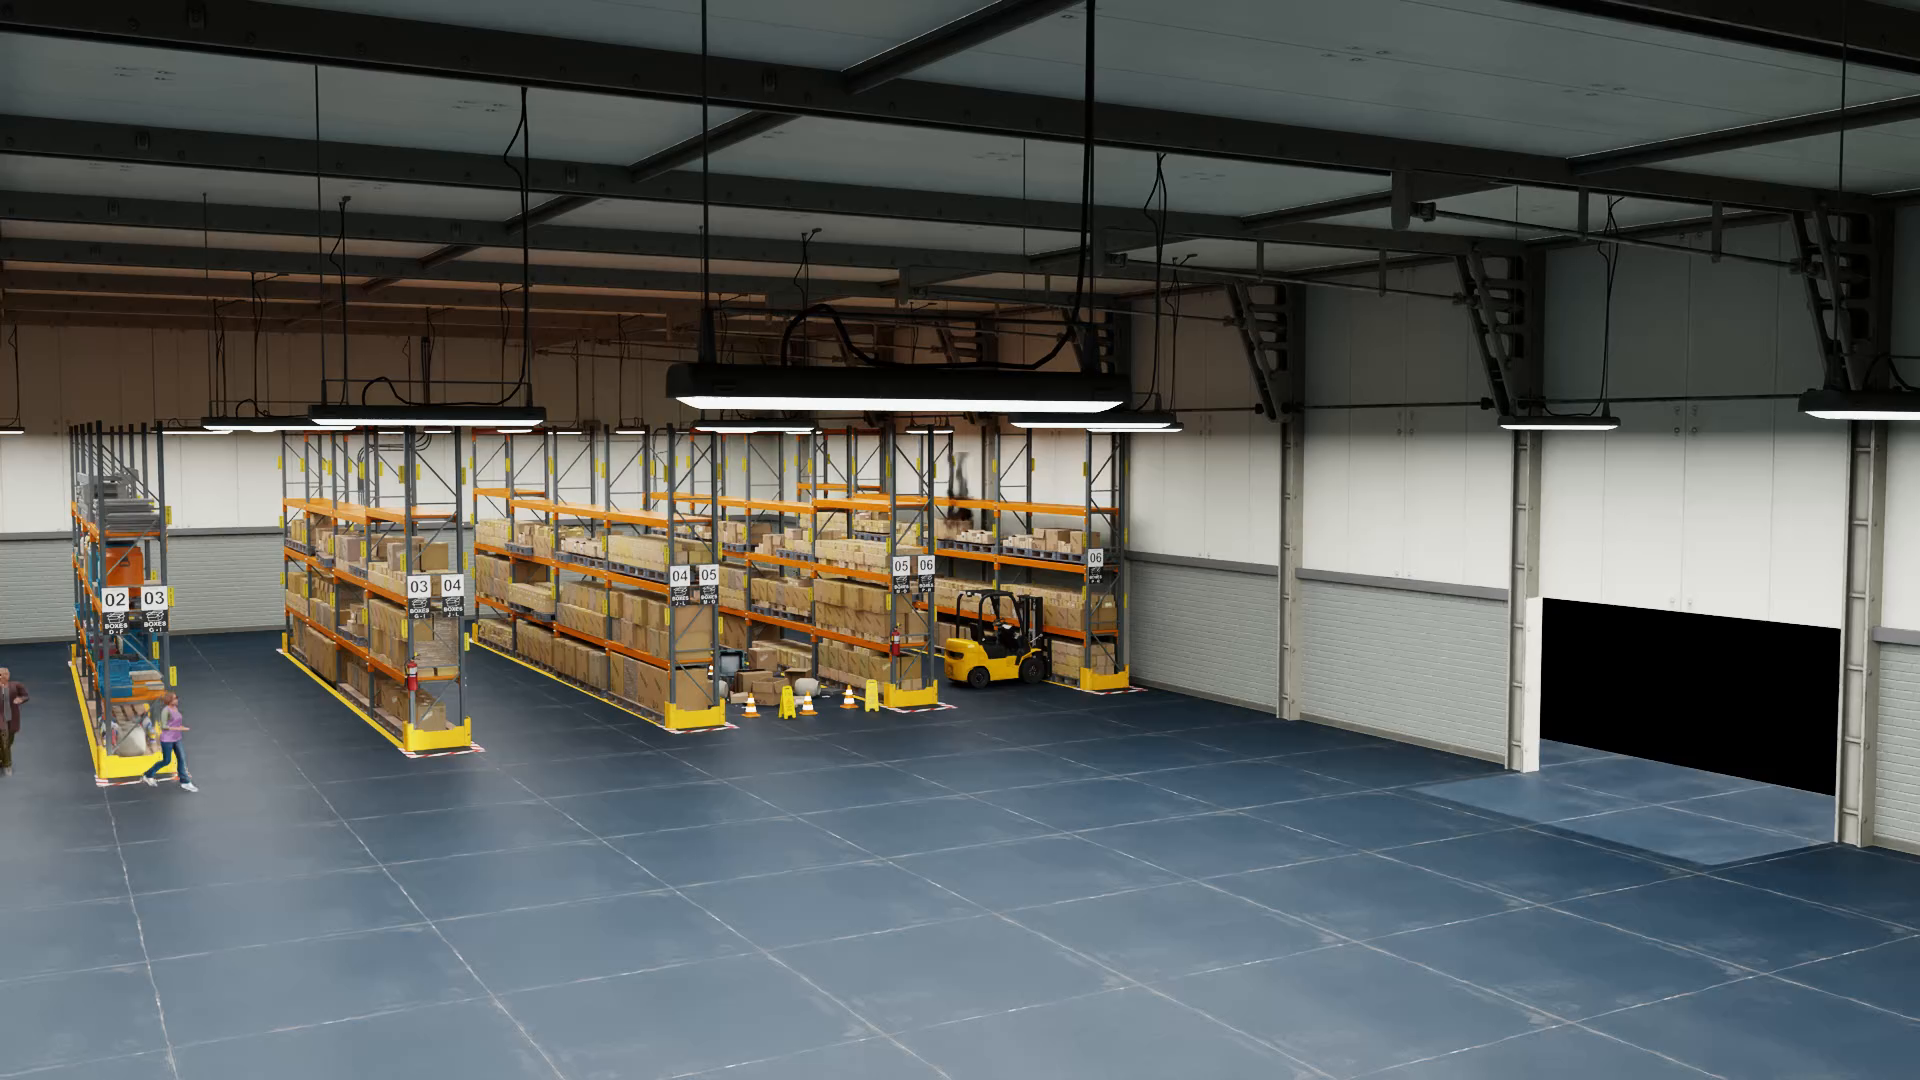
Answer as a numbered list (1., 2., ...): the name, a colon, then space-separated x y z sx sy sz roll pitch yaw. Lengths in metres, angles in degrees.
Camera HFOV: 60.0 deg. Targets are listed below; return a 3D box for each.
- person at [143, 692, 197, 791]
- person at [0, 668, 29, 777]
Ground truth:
1. person: -12.762 3.258 26.830 0.854 1.619 0.560 0 4 2
2. person: -16.274 3.175 28.403 0.680 1.616 0.971 -3 5 -42
